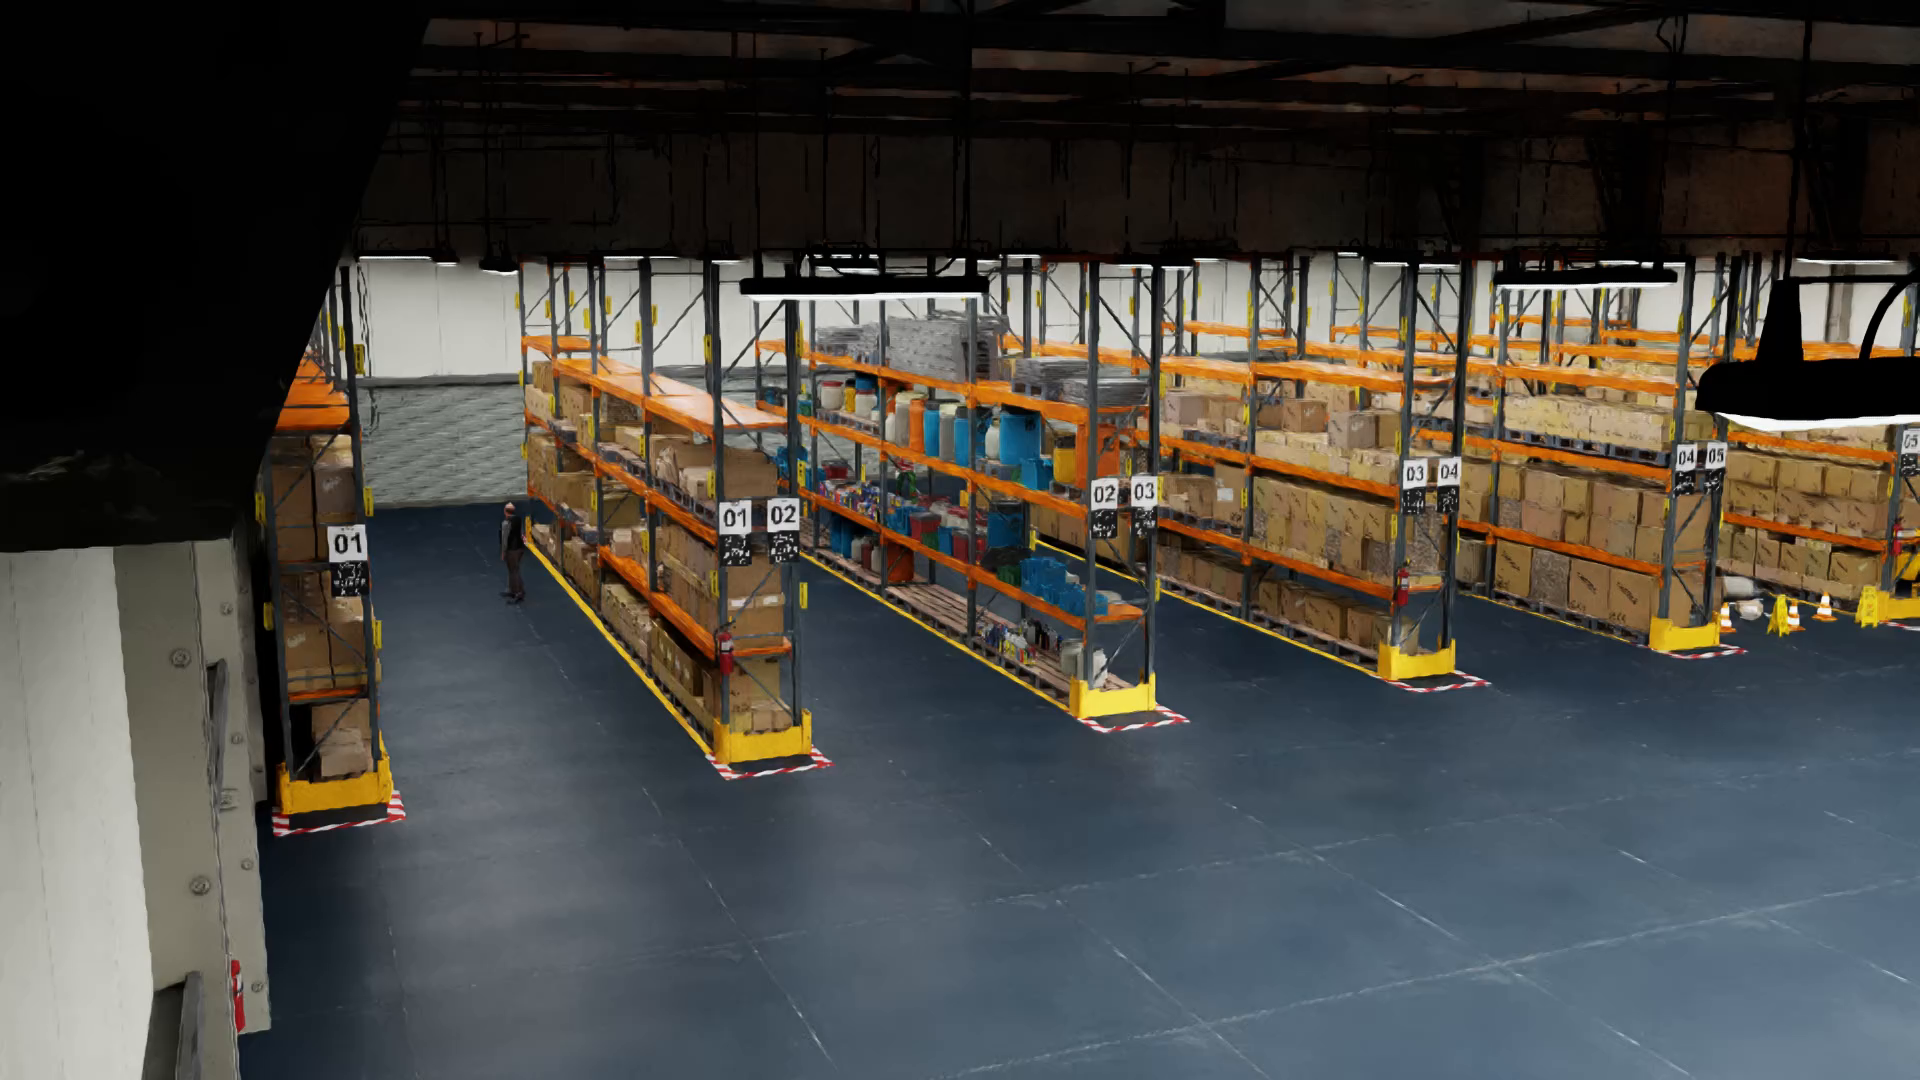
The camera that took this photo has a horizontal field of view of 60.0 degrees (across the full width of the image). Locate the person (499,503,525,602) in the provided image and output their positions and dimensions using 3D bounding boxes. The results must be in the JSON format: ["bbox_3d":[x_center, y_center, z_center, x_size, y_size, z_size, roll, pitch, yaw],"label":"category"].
[{"bbox_3d":[-7.873,0.193,29.122,0.576,1.718,0.626,2,11,10],"label":"person"}]

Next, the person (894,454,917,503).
[{"bbox_3d":[-1.281,-1.661,39.280,0.553,1.709,1.123,-4,11,-20],"label":"person"}]
